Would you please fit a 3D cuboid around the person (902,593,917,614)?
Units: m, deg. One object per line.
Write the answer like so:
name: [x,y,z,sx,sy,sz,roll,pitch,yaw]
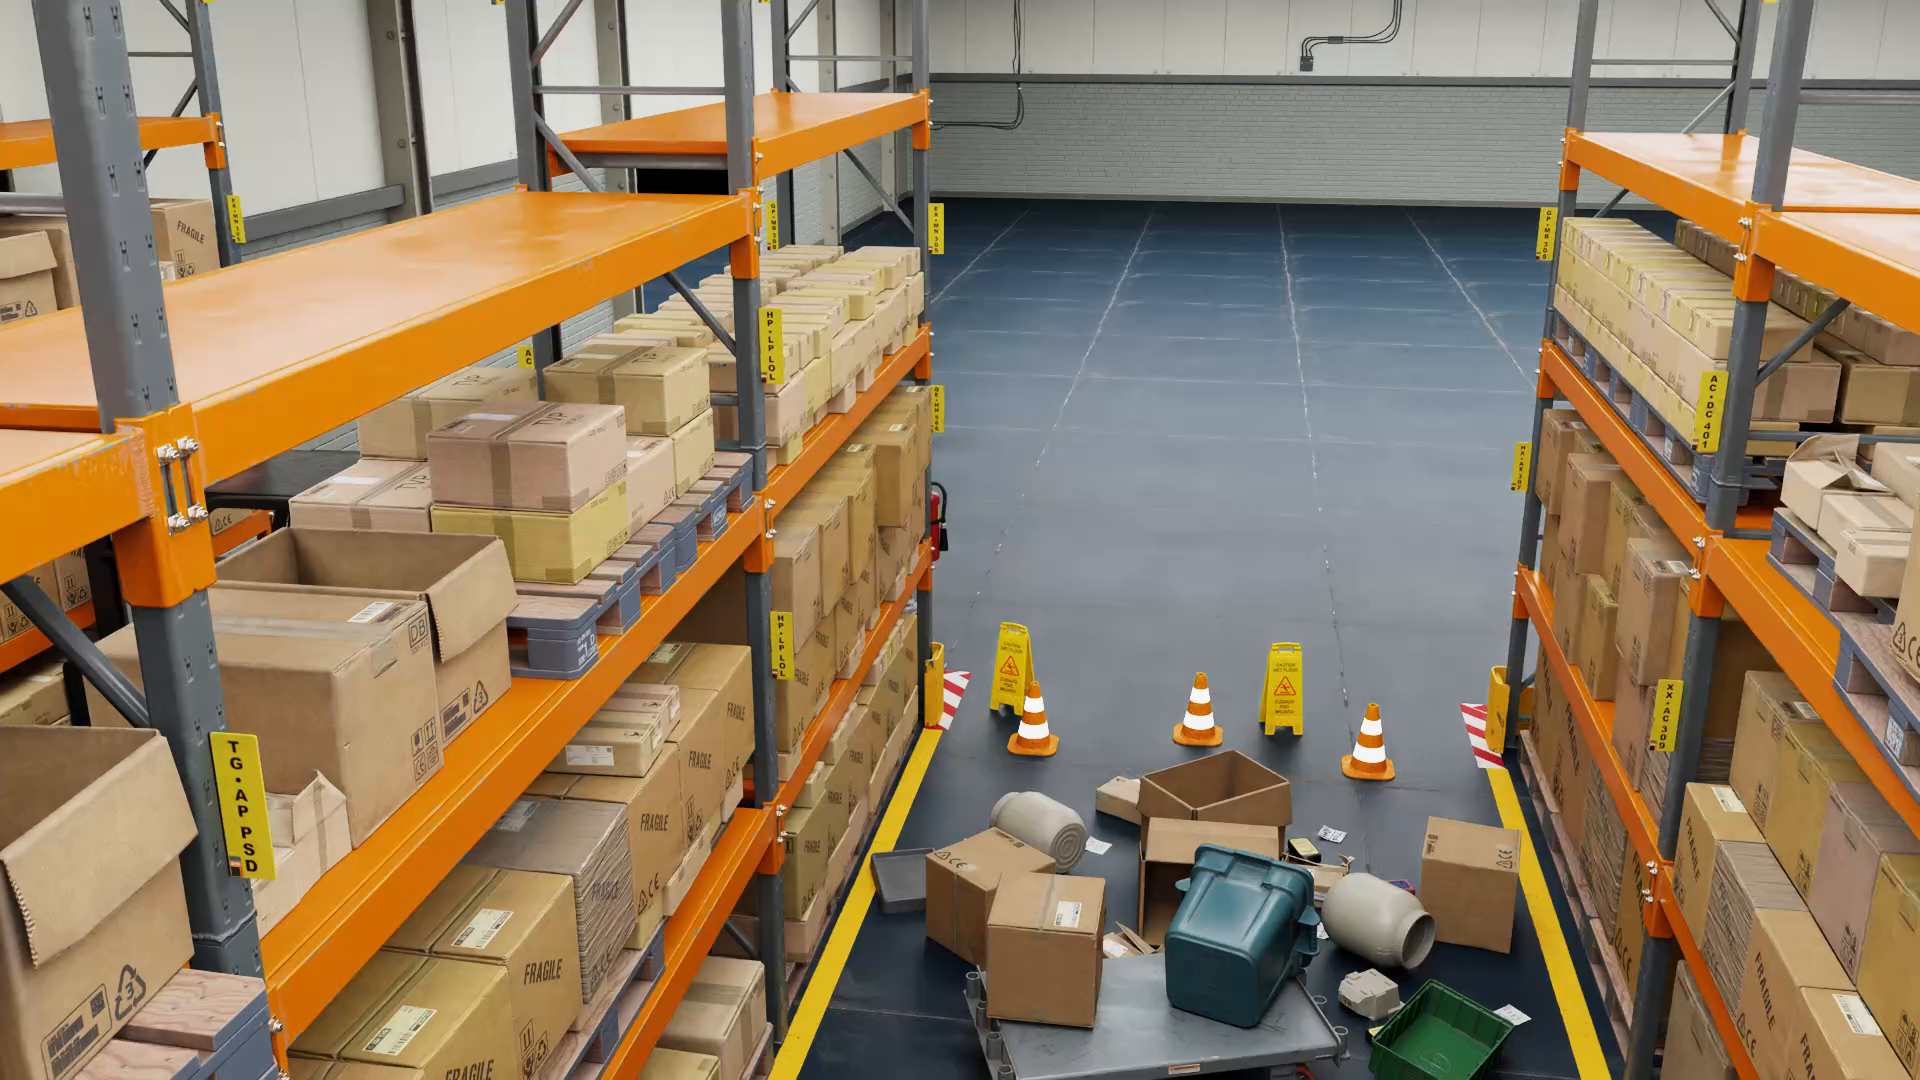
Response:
person: [-0.586,-0.182,13.606,0.528,1.664,0.372,3,18,9]
